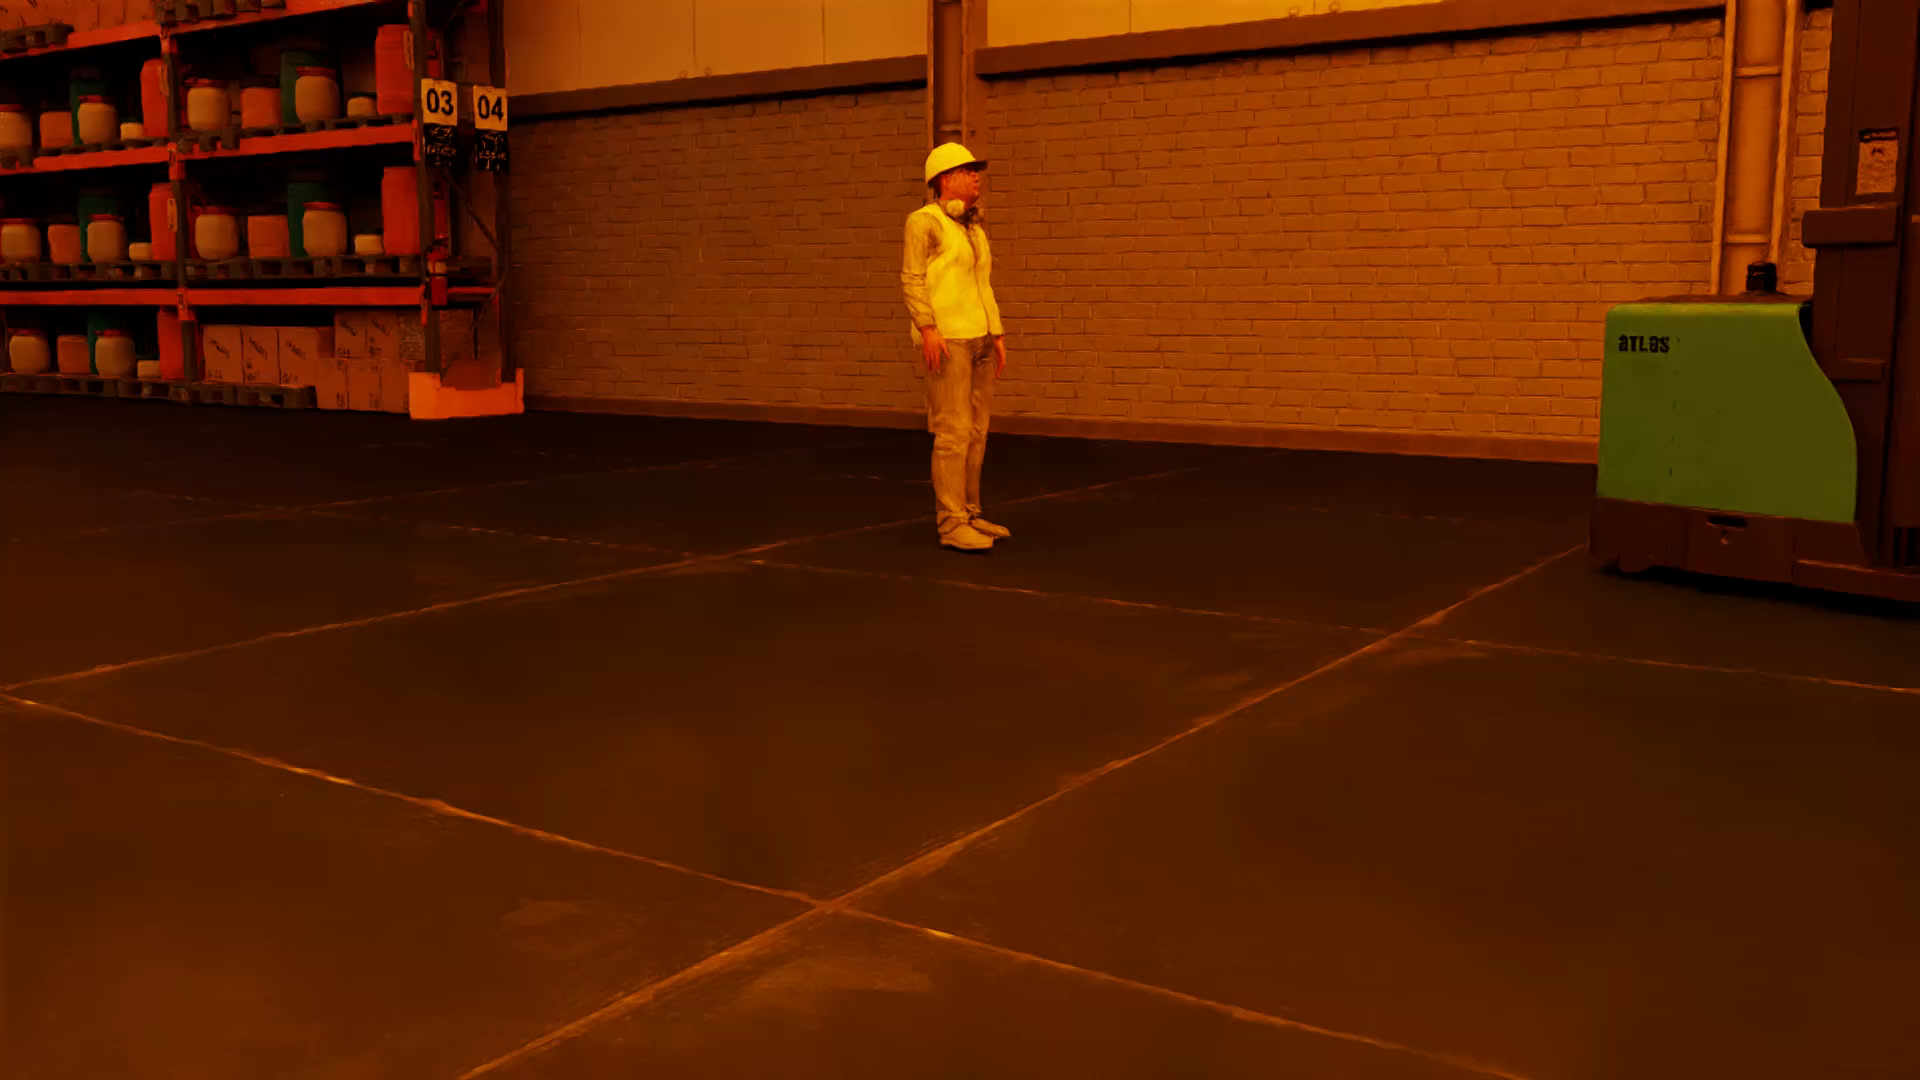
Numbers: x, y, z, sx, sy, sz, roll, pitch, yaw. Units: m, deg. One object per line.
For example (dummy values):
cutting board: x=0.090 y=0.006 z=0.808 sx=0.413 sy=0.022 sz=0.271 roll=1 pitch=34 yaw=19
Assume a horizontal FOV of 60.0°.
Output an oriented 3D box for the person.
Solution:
person: x=0.047 y=-0.879 z=7.436 sx=0.567 sy=1.773 sz=0.632 roll=5 pitch=10 yaw=34

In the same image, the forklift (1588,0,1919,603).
forklift: x=3.794 y=-1.192 z=5.572 sx=1.130 sy=2.935 sz=3.031 roll=-6 pitch=10 yaw=-36
